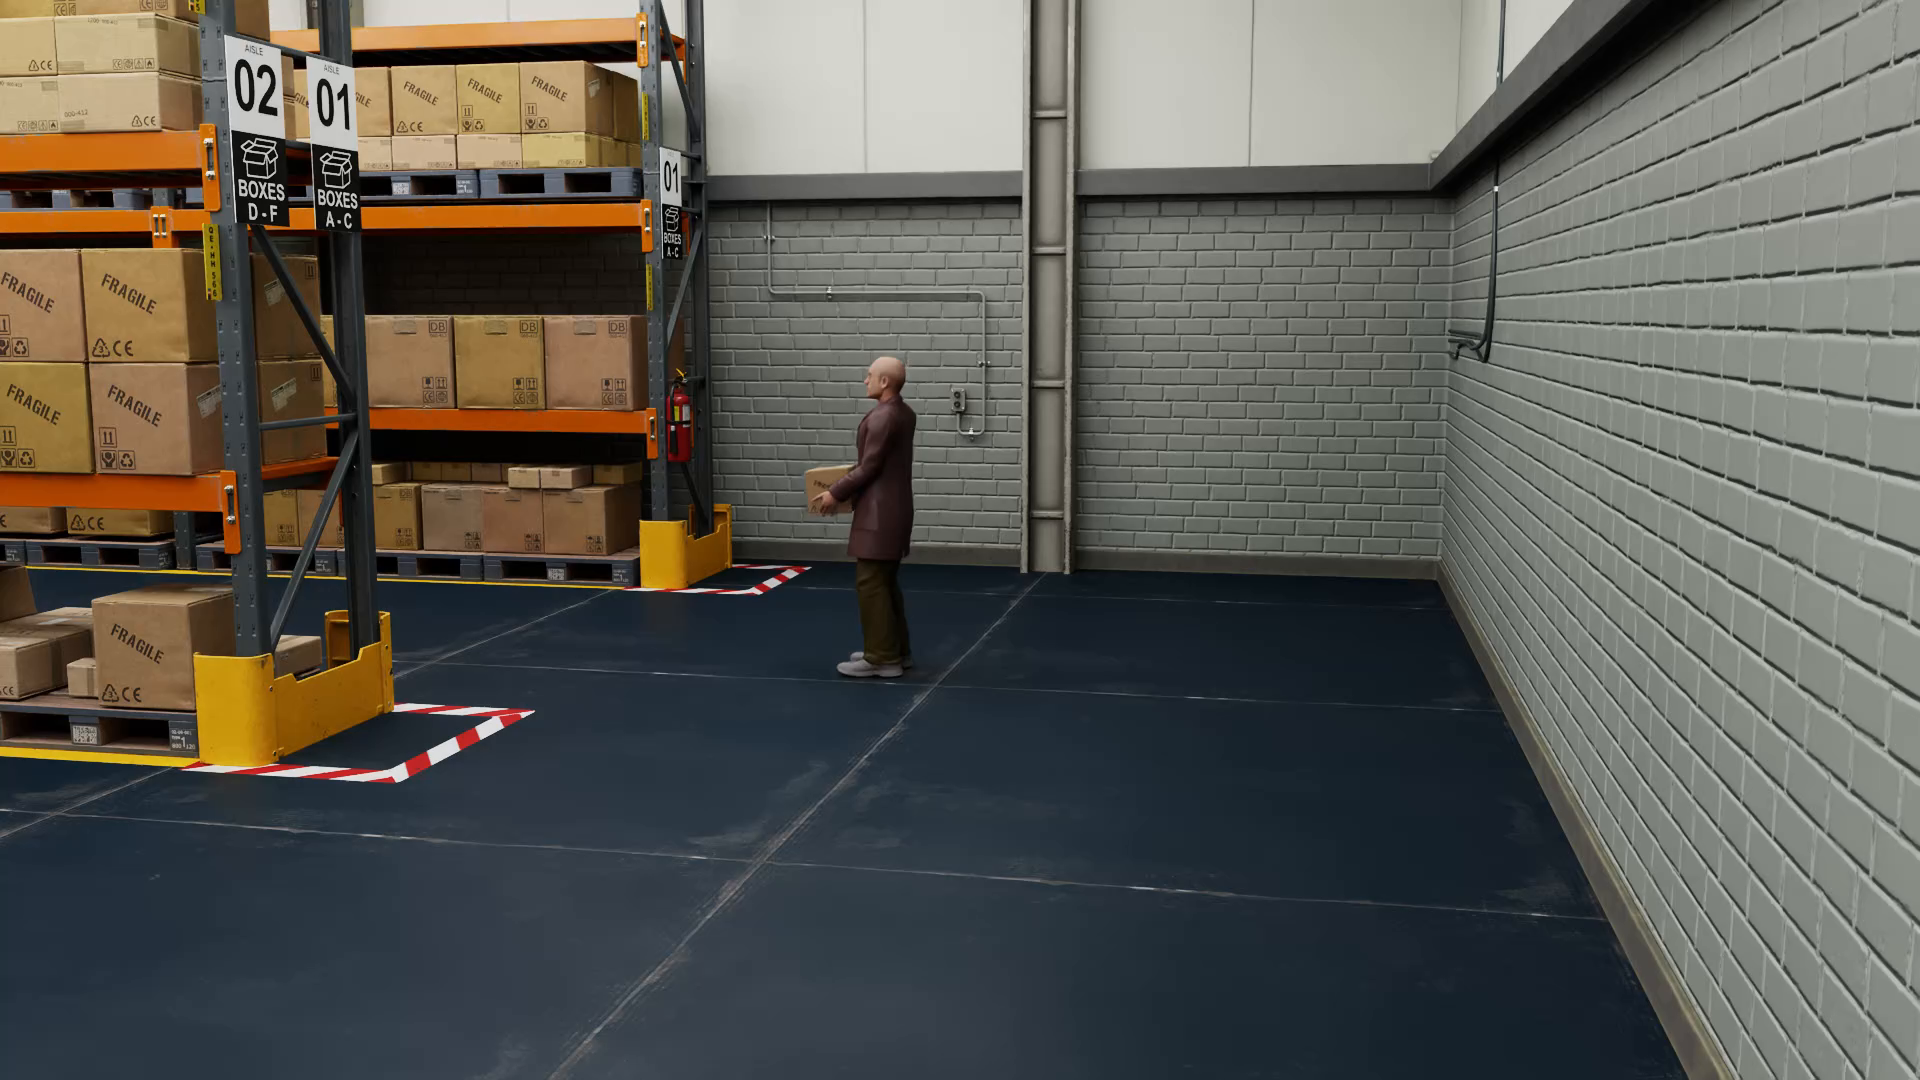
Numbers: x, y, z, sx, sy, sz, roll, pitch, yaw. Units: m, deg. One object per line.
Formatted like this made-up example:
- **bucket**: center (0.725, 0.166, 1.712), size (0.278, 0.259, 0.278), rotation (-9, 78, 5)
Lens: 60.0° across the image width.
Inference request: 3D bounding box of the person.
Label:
- **person**: center (-0.534, -0.137, 9.338), size (0.535, 1.780, 0.548), rotation (2, 8, 11)
